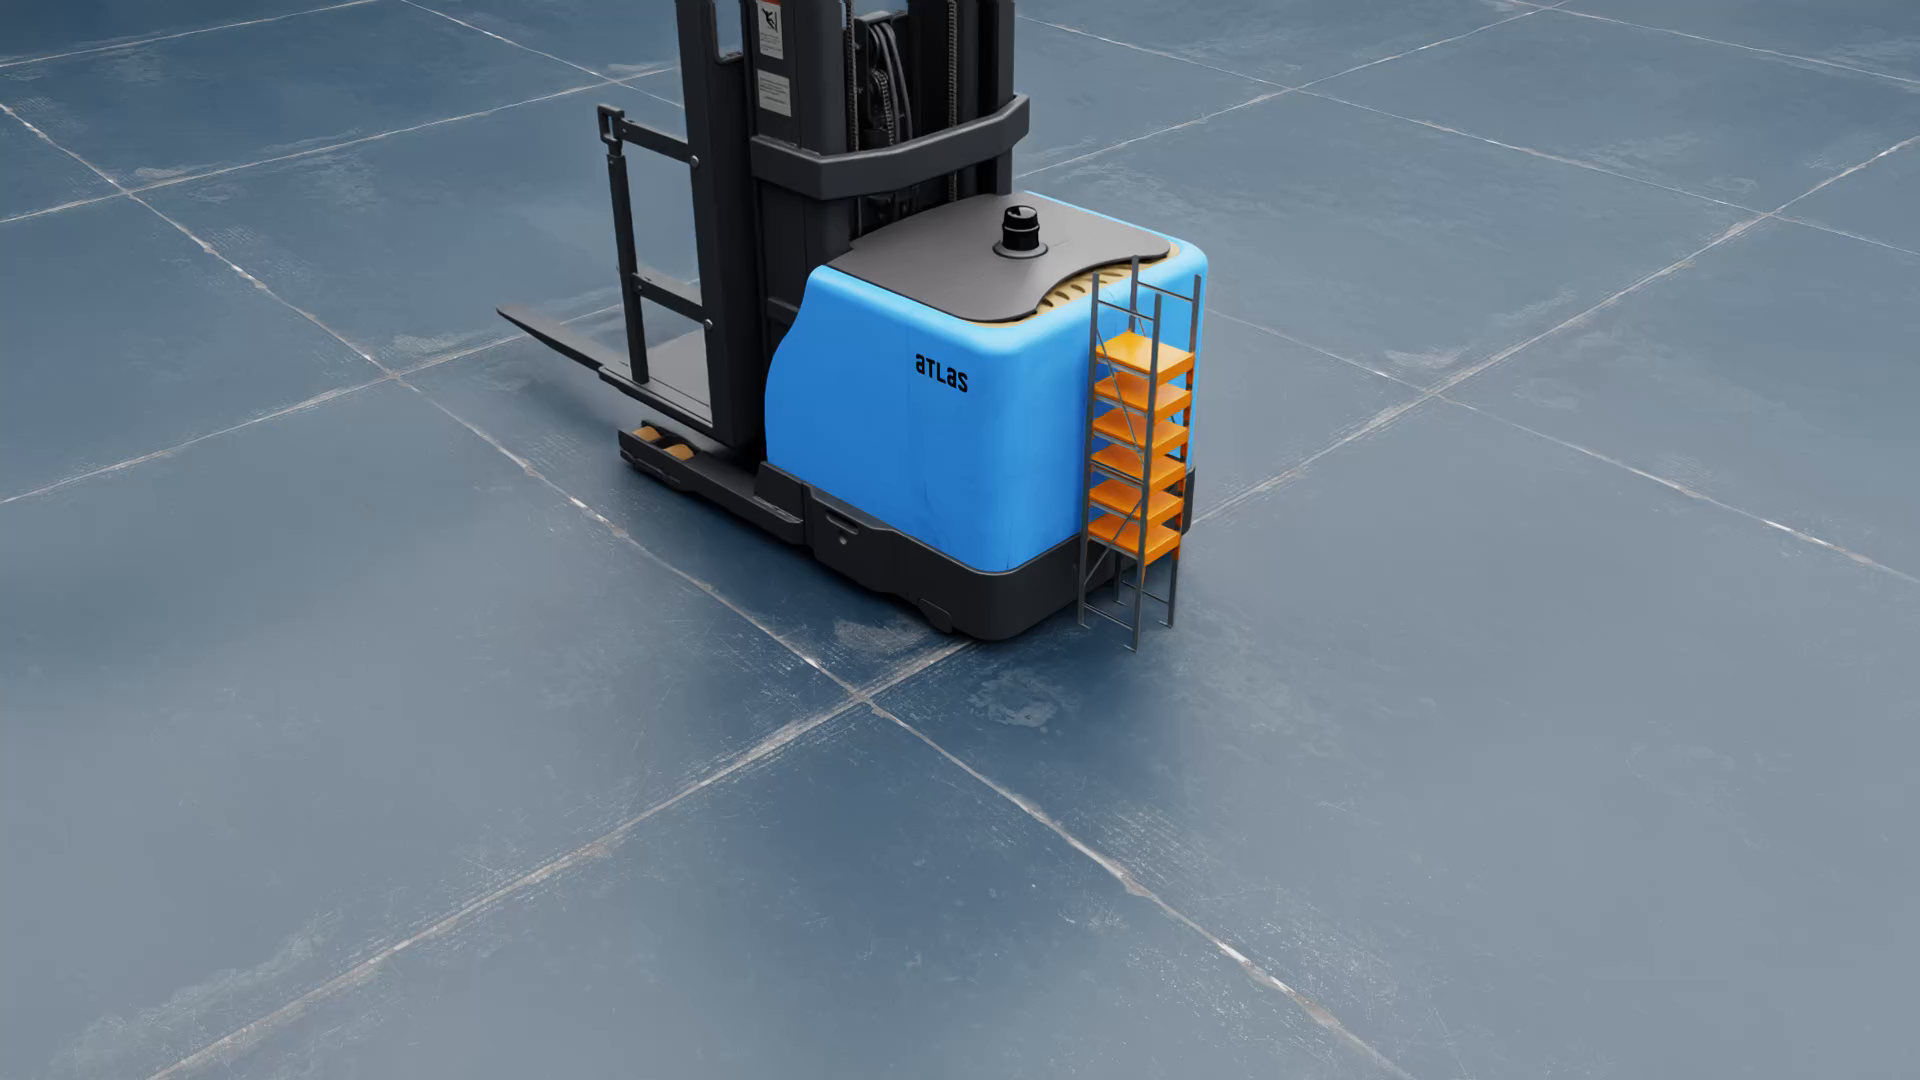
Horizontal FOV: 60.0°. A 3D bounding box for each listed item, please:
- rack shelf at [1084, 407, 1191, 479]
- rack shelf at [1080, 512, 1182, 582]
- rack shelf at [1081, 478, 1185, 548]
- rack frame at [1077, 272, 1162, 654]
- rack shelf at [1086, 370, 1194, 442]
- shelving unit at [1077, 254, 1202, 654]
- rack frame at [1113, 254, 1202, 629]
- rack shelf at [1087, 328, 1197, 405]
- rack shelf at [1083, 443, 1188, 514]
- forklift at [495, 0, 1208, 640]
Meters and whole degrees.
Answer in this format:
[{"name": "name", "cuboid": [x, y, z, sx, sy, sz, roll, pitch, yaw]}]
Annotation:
[{"name": "rack shelf", "cuboid": [0.526, -0.301, 4.947, 0.258, 0.103, 0.180, 26, 40, 35]}, {"name": "rack shelf", "cuboid": [0.526, 0.006, 5.135, 0.258, 0.103, 0.180, 26, 40, 35]}, {"name": "rack shelf", "cuboid": [0.526, -0.096, 5.072, 0.258, 0.103, 0.180, 26, 40, 35]}, {"name": "rack frame", "cuboid": [0.464, -0.201, 4.929, 0.240, 1.200, 0.006, 26, 40, 35]}, {"name": "rack shelf", "cuboid": [0.526, -0.403, 4.884, 0.258, 0.103, 0.180, 26, 40, 35]}, {"name": "shelving unit", "cuboid": [0.526, -0.236, 4.986, 0.258, 1.200, 0.189, 26, 40, 35]}, {"name": "rack frame", "cuboid": [0.588, -0.271, 5.044, 0.240, 1.200, 0.006, 26, 40, 35]}, {"name": "rack shelf", "cuboid": [0.526, -0.506, 4.822, 0.258, 0.103, 0.180, 26, 40, 35]}, {"name": "rack shelf", "cuboid": [0.526, -0.198, 5.009, 0.258, 0.103, 0.180, 26, 40, 35]}, {"name": "forklift", "cuboid": [-0.615, -1.604, 5.563, 3.031, 2.935, 1.130, 27, 40, 37]}]
